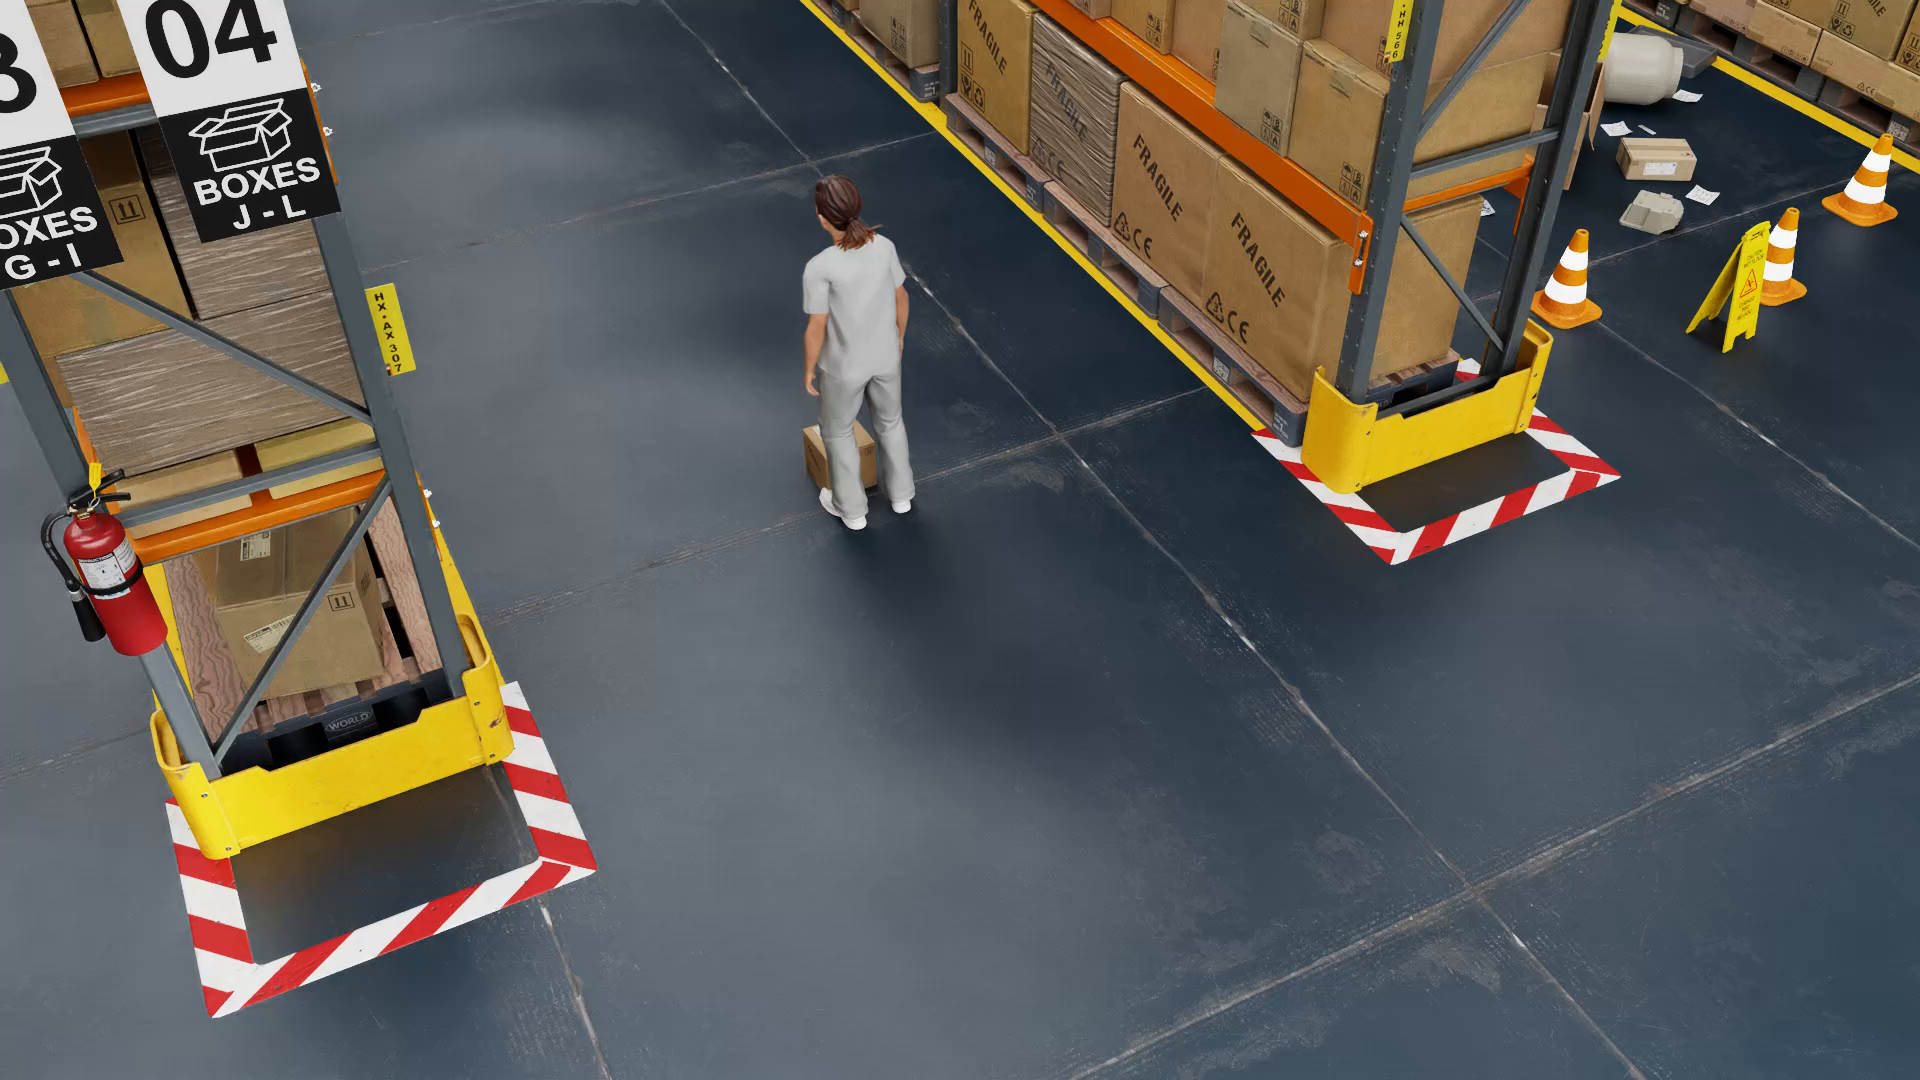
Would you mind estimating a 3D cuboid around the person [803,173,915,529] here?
[{"bbox_3d":[-0.432,-0.771,7.035,0.513,1.671,0.361,-22,46,-23],"label":"person"}]
